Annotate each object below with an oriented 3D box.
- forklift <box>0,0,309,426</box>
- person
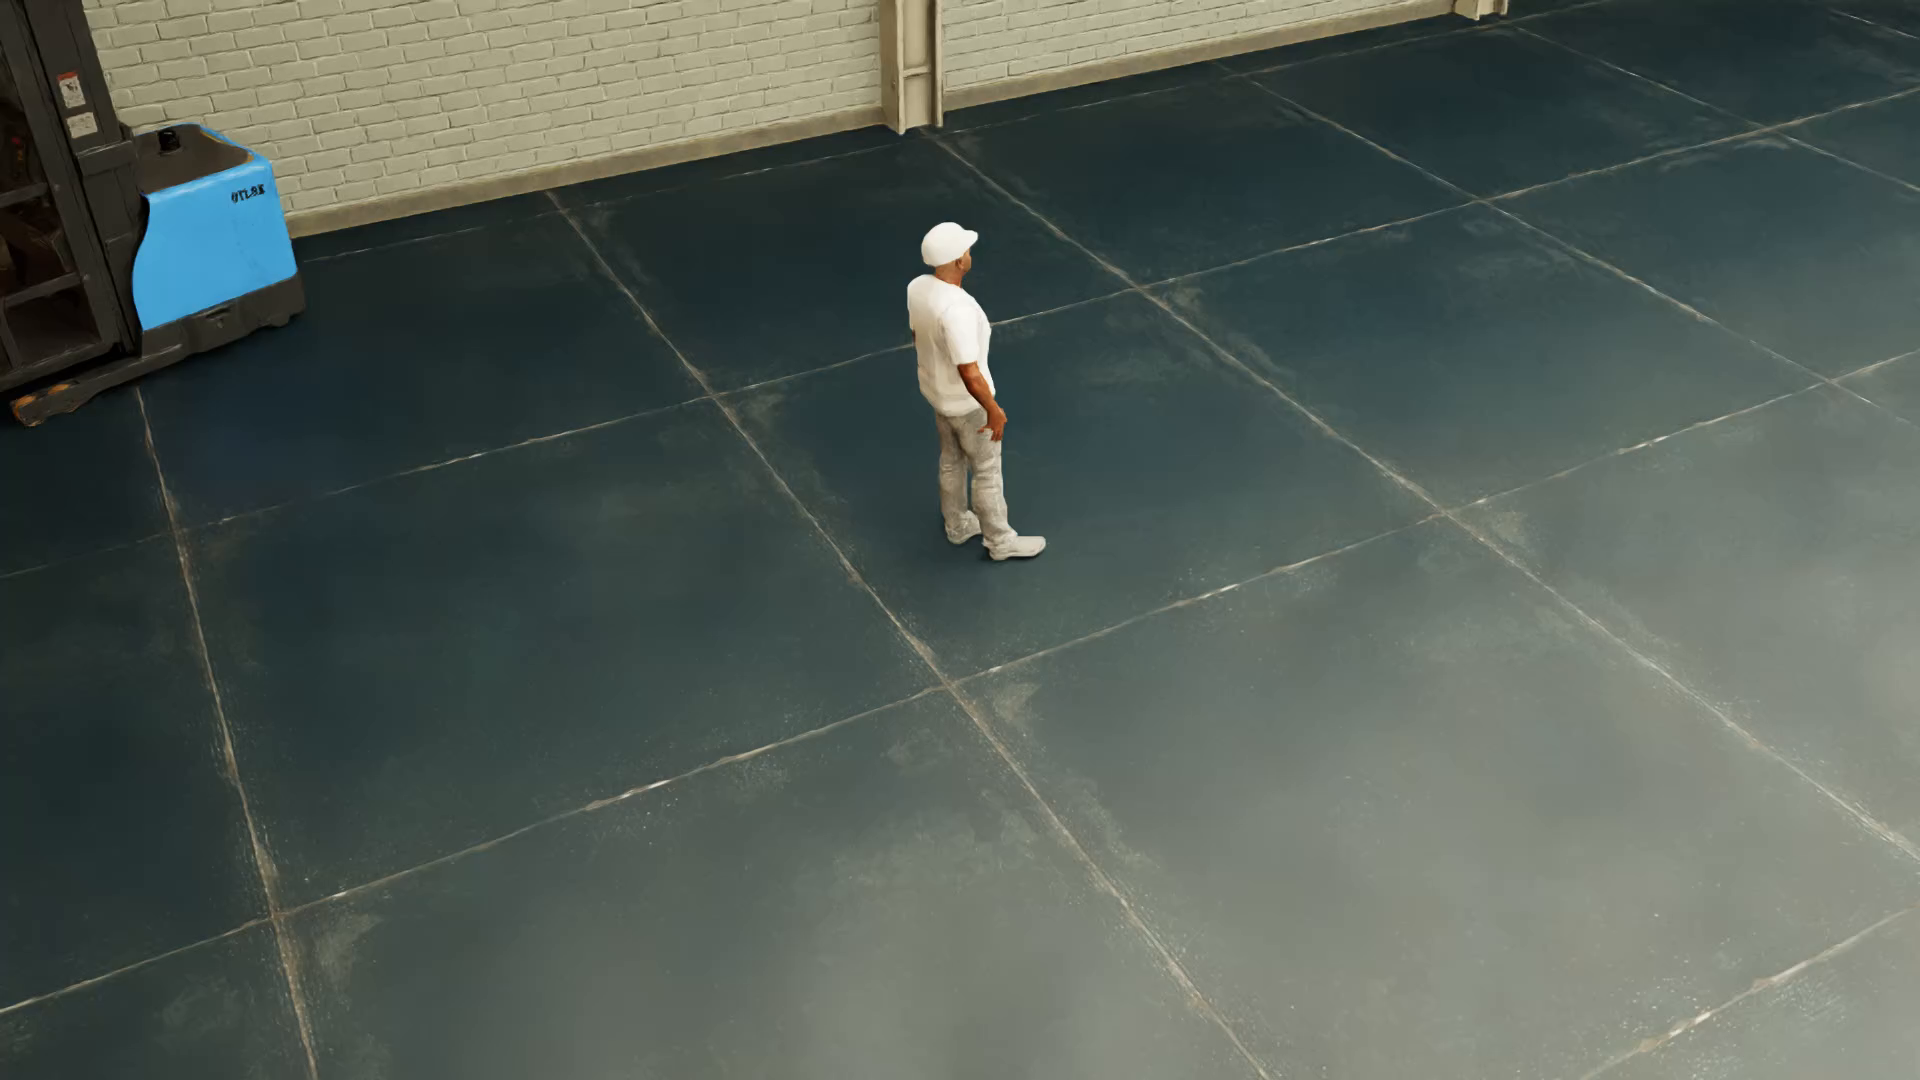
[{"bbox_3d":[-5.533,-2.186,9.216,1.130,2.935,3.031,27,44,33],"label":"forklift"},{"bbox_3d":[0.064,-0.743,8.171,0.576,1.766,0.665,-17,39,-23],"label":"person"}]
